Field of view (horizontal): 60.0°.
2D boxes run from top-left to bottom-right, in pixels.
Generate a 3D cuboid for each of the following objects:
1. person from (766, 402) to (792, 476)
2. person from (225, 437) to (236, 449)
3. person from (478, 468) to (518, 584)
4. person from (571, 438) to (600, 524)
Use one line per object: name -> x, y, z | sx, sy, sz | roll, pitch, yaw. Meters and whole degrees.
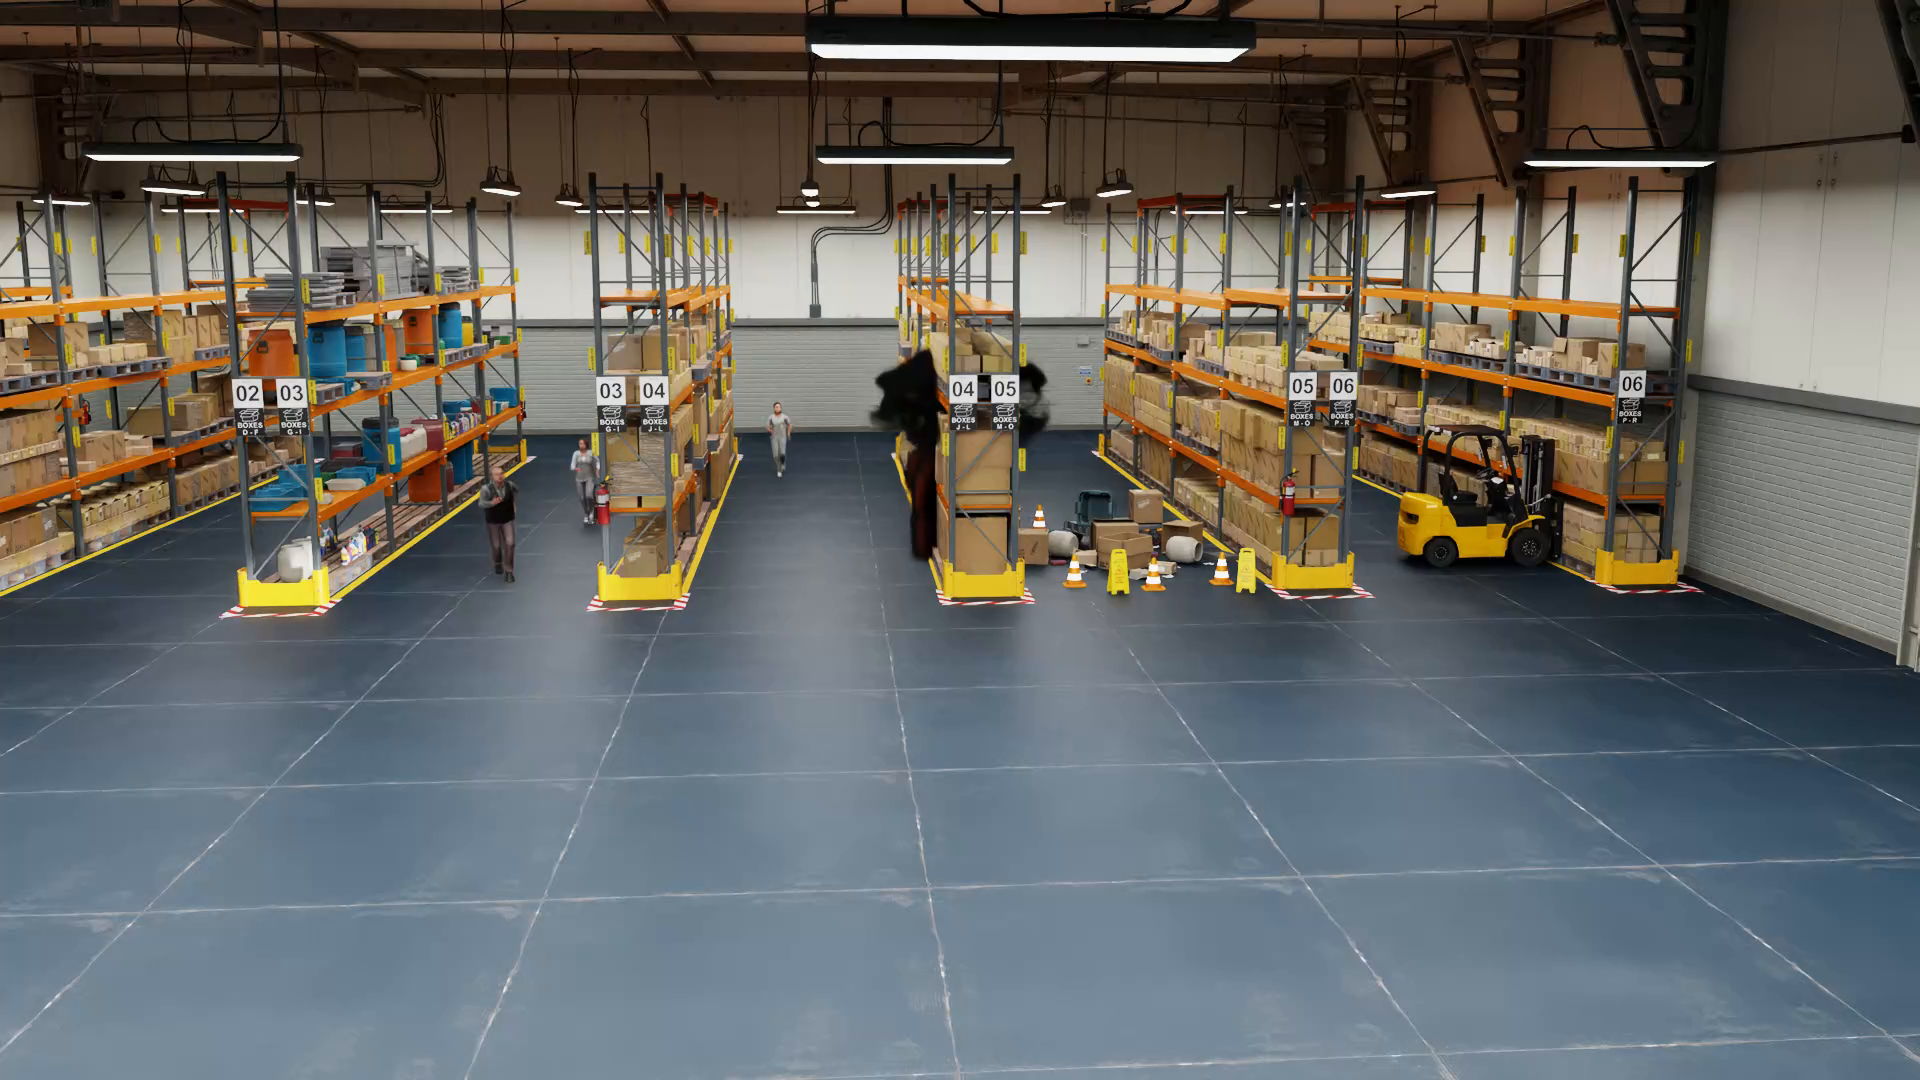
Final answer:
person -> -3.976, -2.206, 36.514 | 0.558, 1.631, 0.556 | -1, 10, -4
person -> -17.503, -2.956, 40.304 | 0.850, 1.838, 0.624 | 4, 11, 23
person -> -6.959, -0.226, 25.143 | 0.639, 1.785, 0.859 | -4, 11, -22
person -> -6.783, -1.068, 30.122 | 0.511, 1.570, 0.636 | 0, 10, -2
